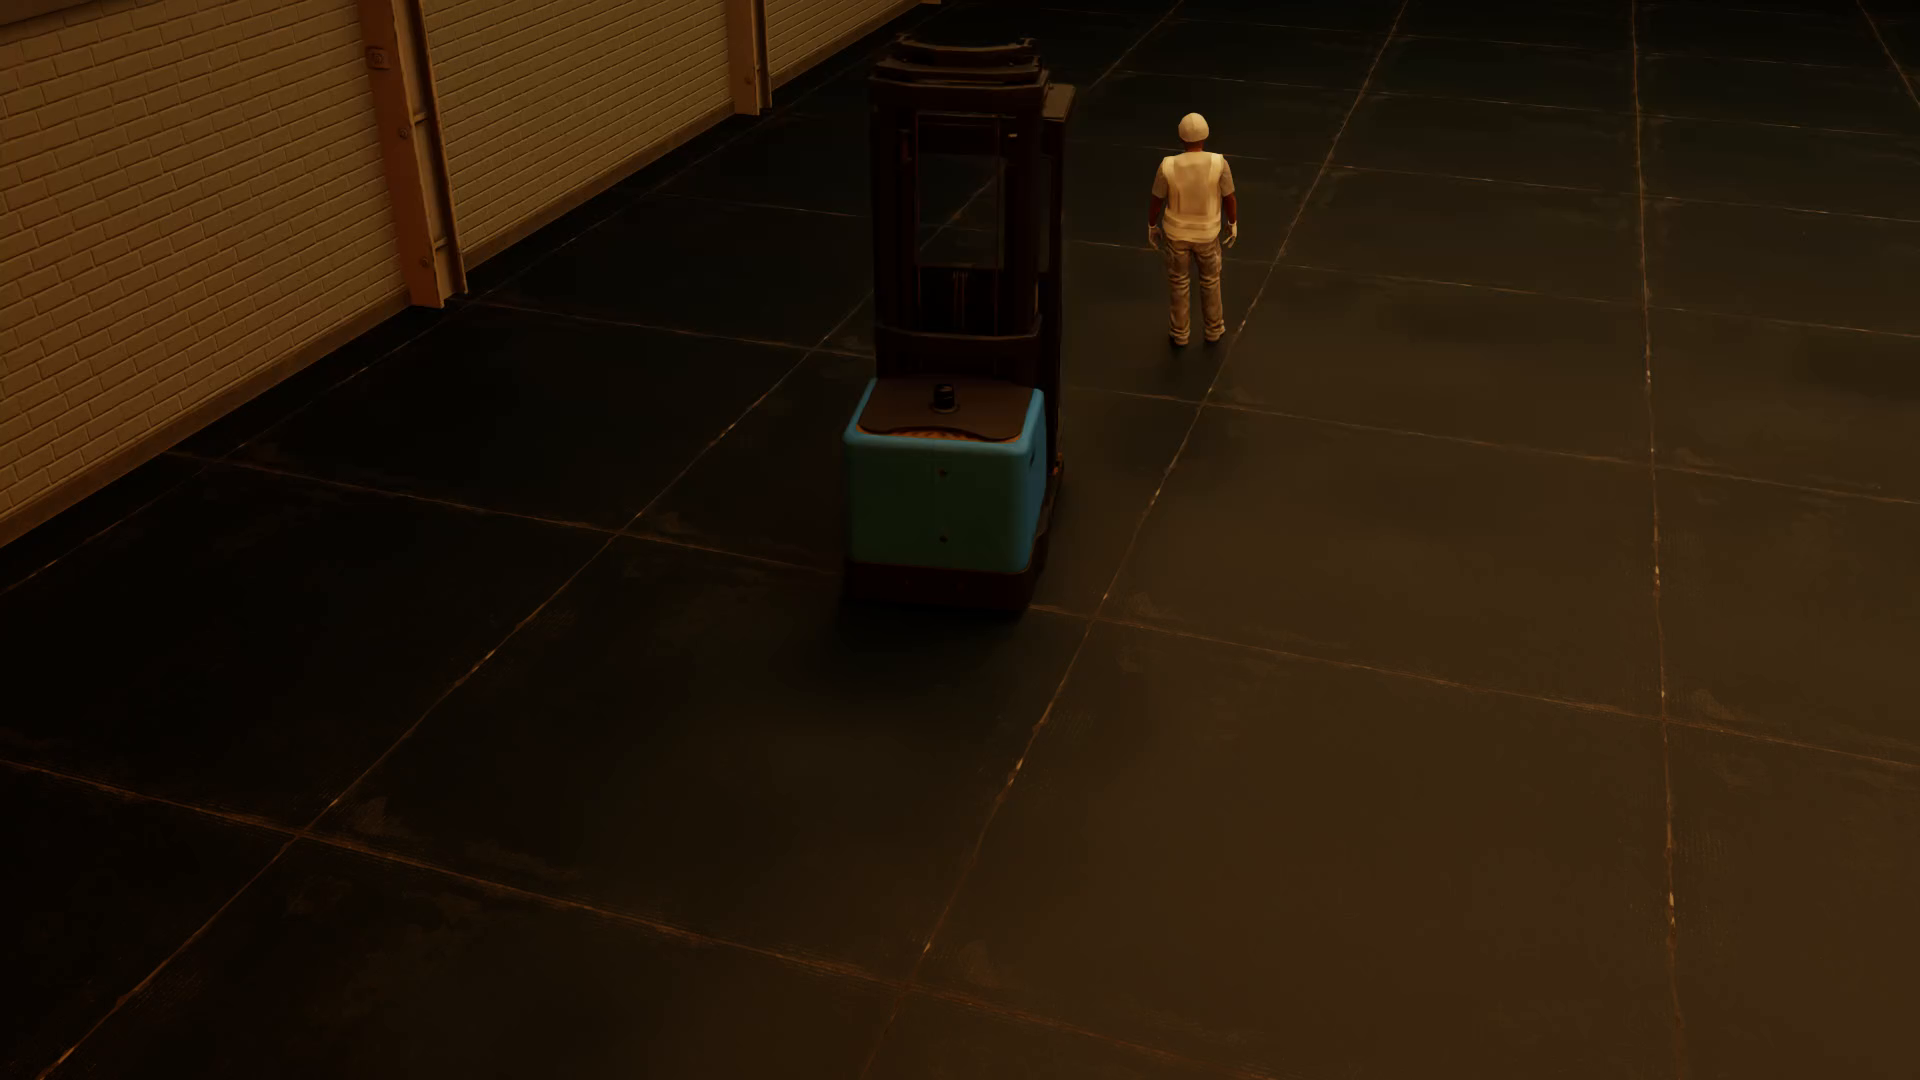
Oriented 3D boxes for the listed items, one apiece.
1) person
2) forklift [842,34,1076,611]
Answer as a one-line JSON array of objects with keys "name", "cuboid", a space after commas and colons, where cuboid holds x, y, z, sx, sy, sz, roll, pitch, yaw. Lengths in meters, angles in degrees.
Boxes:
[{"name": "person", "cuboid": [1.724, -2.313, 12.341, 0.655, 1.784, 0.572, 4, 30, 7]}, {"name": "forklift", "cuboid": [0.080, -1.589, 9.923, 1.130, 2.935, 3.031, 4, 30, 8]}]
